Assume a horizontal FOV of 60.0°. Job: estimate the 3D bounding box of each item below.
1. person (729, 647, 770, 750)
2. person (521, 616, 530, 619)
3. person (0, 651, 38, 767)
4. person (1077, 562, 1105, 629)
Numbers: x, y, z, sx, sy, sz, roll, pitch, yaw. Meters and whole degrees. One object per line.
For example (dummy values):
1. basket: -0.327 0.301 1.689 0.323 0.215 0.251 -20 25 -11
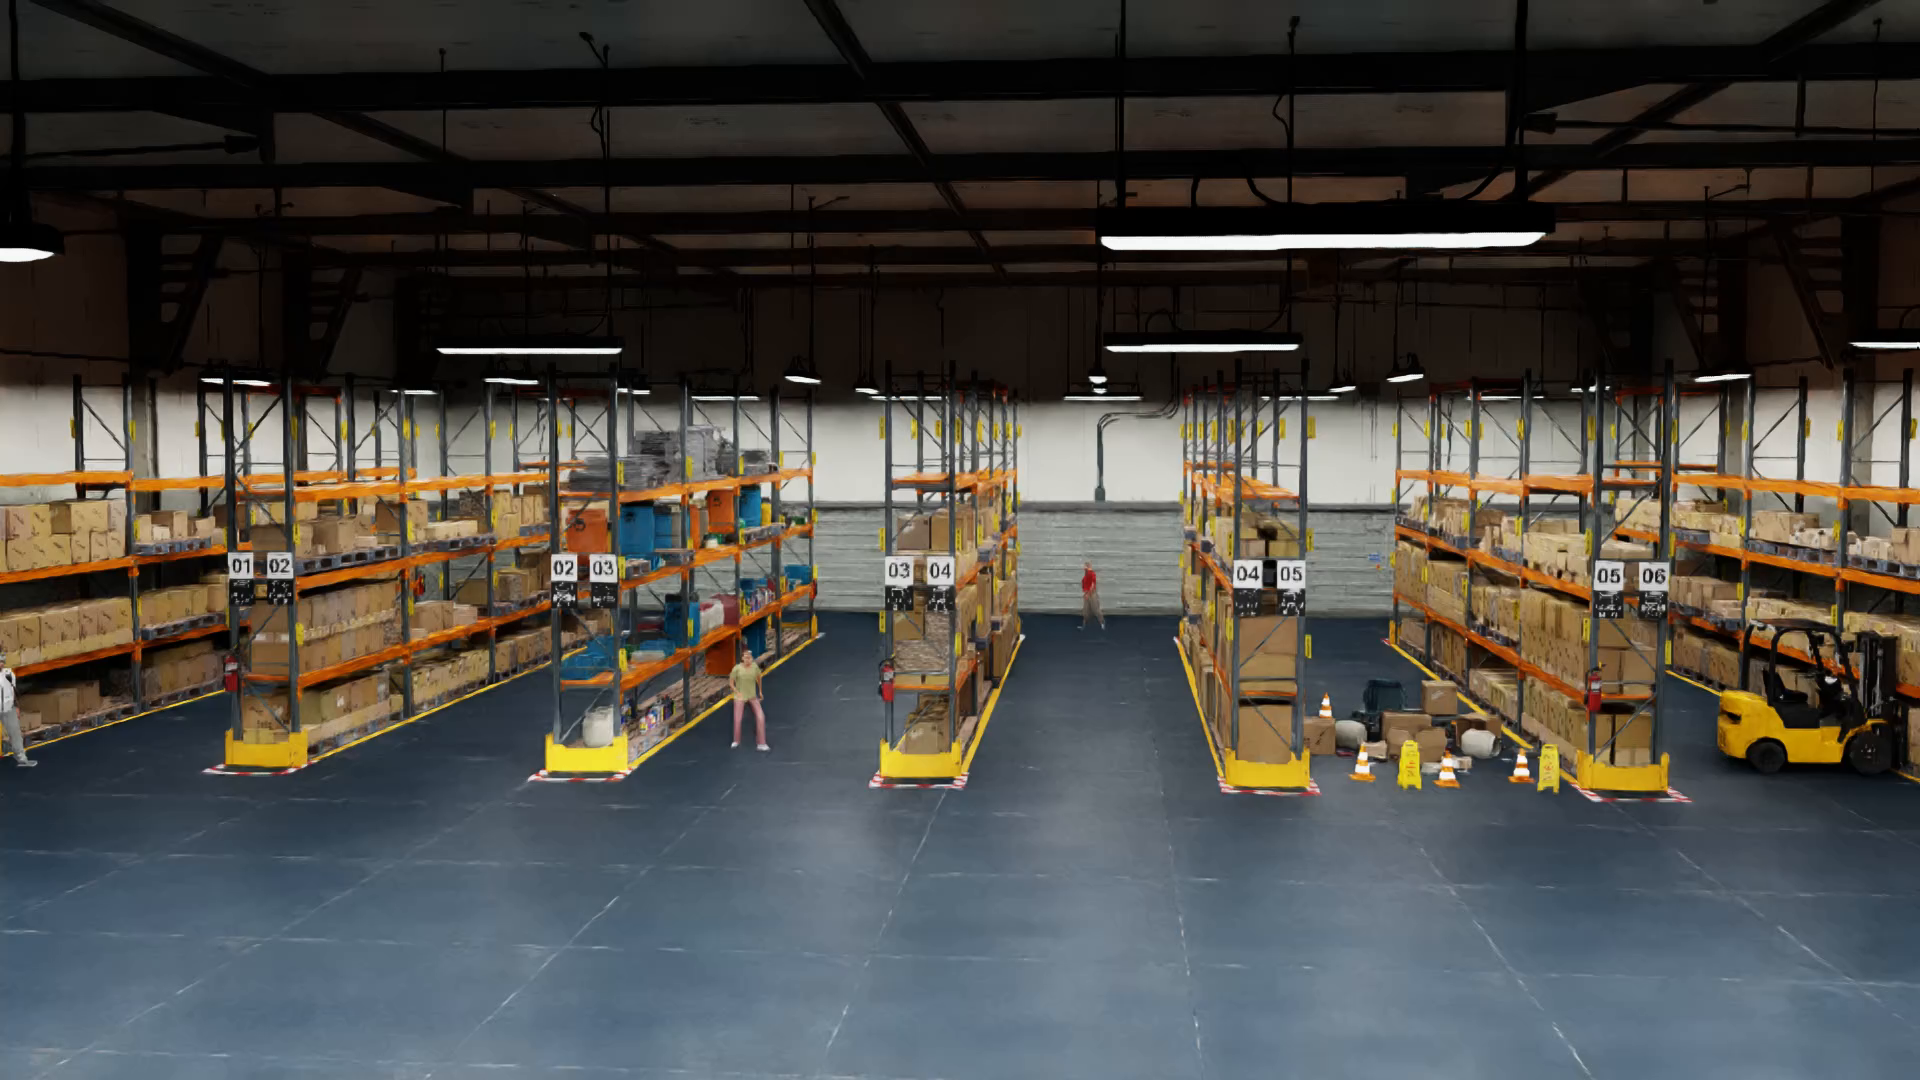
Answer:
1. person: -3.341 2.458 26.064 0.594 1.578 0.774 -1 4 -16
2. person: -11.821 1.286 44.165 0.464 1.645 0.684 4 5 44
3. person: -14.118 2.502 24.509 0.585 1.755 0.772 4 5 43
4. person: 3.314 1.396 41.838 0.721 1.712 0.571 -2 4 -24
